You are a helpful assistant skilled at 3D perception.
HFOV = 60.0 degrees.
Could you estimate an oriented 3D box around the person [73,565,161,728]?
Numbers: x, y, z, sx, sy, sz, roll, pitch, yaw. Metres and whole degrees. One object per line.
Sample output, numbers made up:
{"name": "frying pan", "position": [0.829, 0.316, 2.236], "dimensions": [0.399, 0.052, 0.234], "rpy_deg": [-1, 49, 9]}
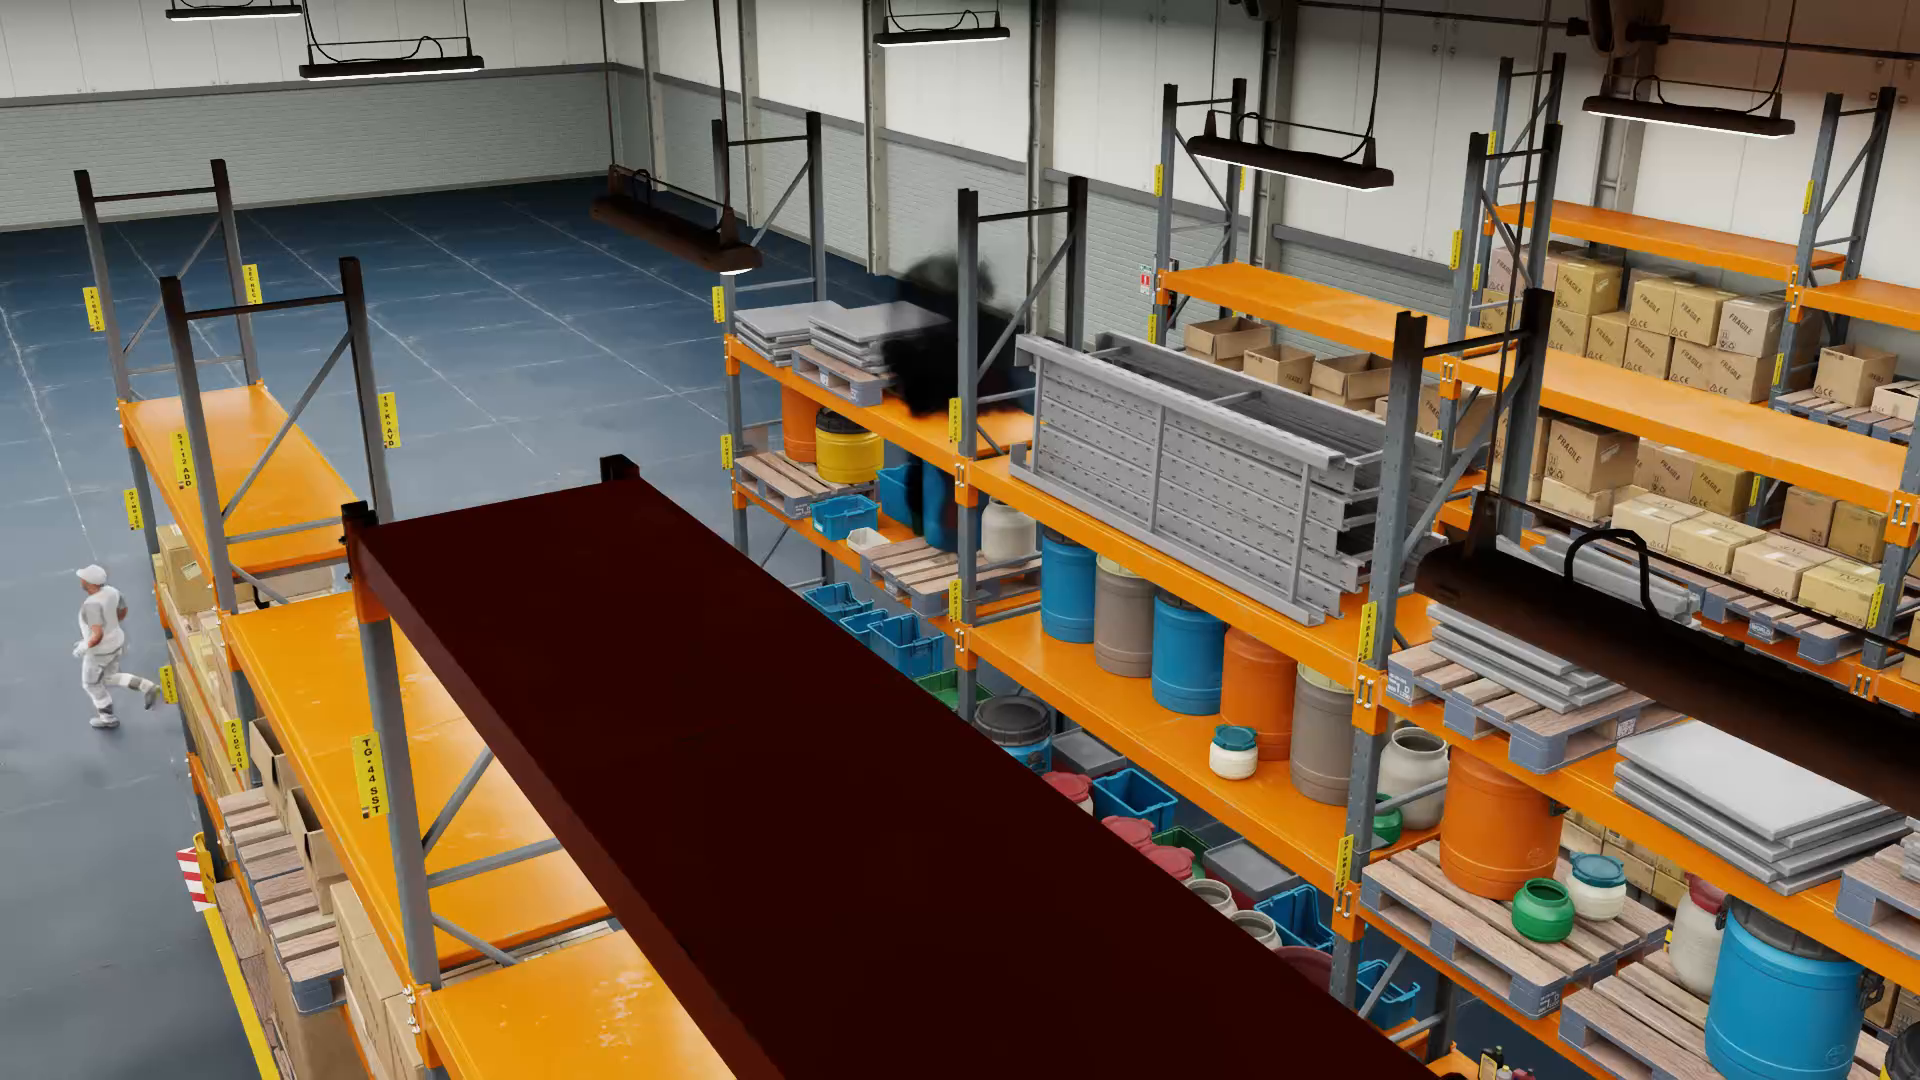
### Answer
{"name": "person", "position": [-8.393, 1.062, 16.407], "dimensions": [0.745, 1.749, 0.667], "rpy_deg": [1, 22, 1]}
